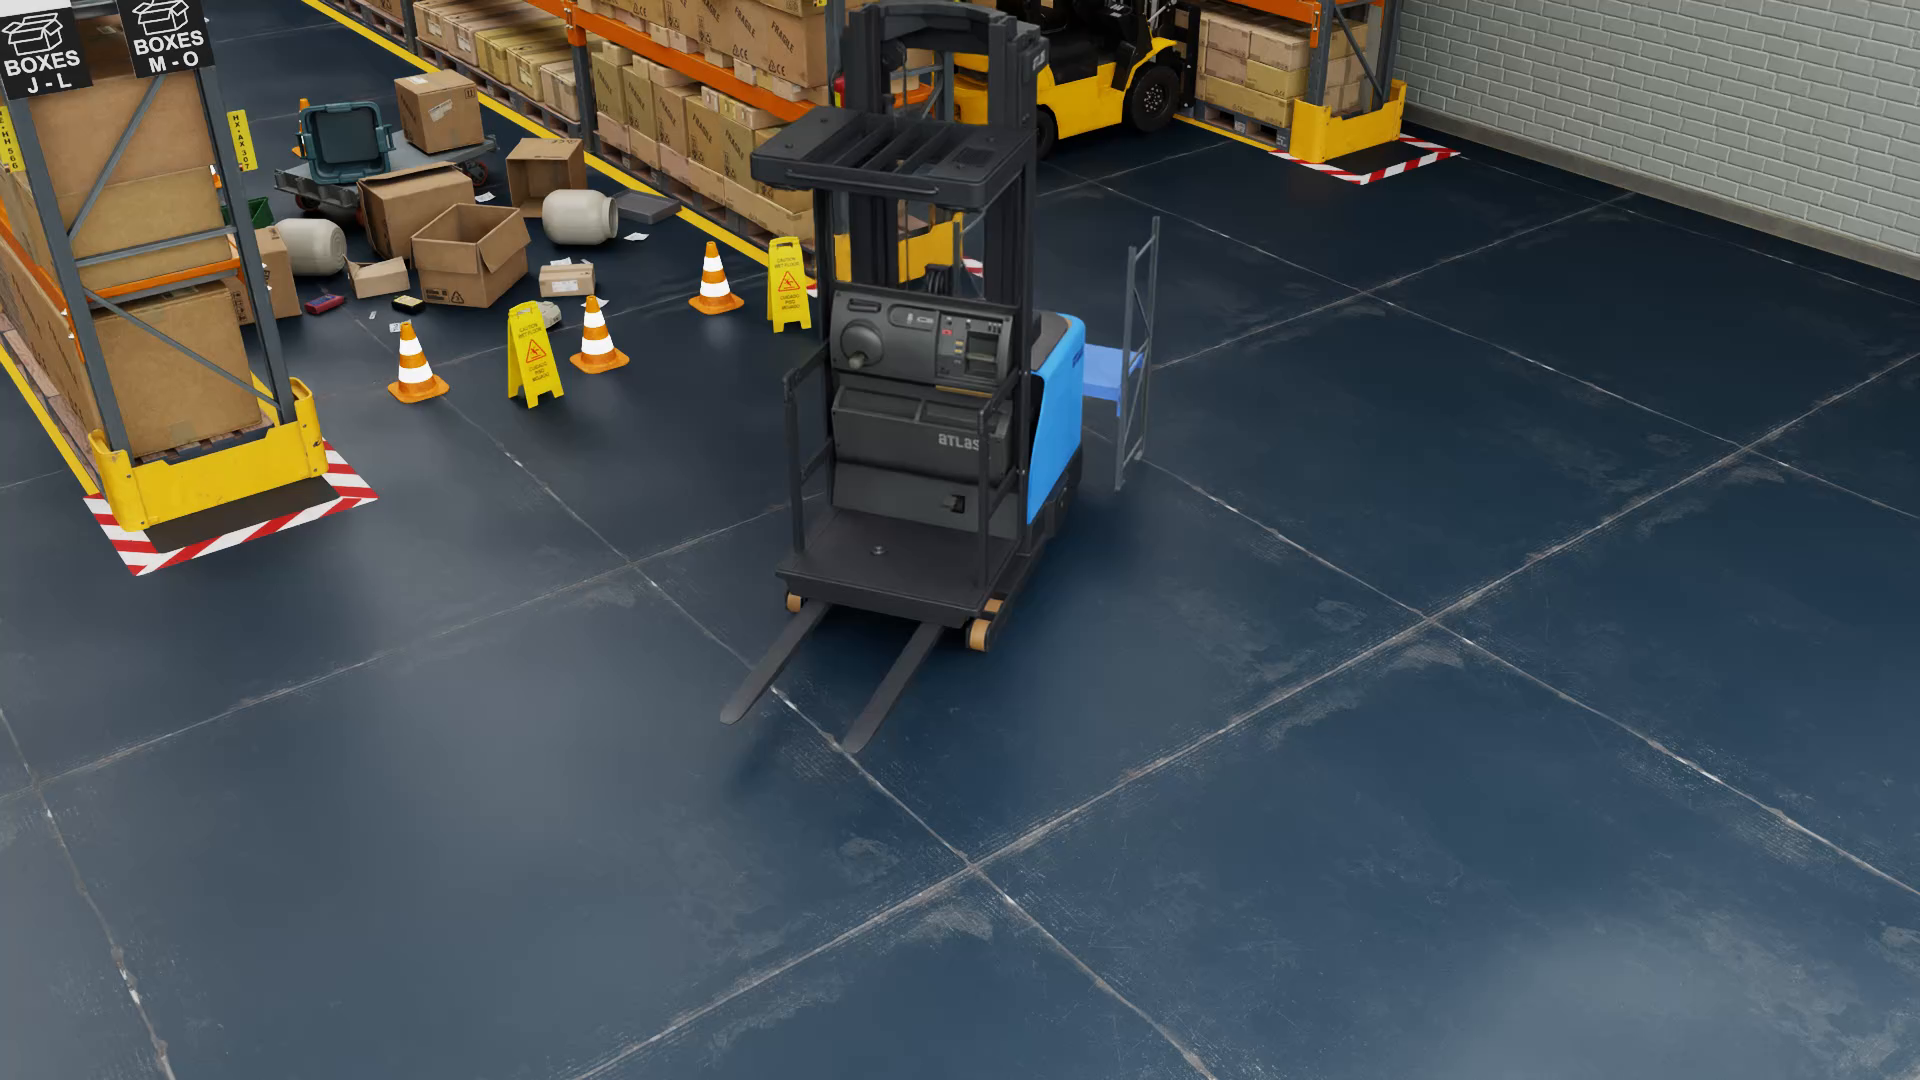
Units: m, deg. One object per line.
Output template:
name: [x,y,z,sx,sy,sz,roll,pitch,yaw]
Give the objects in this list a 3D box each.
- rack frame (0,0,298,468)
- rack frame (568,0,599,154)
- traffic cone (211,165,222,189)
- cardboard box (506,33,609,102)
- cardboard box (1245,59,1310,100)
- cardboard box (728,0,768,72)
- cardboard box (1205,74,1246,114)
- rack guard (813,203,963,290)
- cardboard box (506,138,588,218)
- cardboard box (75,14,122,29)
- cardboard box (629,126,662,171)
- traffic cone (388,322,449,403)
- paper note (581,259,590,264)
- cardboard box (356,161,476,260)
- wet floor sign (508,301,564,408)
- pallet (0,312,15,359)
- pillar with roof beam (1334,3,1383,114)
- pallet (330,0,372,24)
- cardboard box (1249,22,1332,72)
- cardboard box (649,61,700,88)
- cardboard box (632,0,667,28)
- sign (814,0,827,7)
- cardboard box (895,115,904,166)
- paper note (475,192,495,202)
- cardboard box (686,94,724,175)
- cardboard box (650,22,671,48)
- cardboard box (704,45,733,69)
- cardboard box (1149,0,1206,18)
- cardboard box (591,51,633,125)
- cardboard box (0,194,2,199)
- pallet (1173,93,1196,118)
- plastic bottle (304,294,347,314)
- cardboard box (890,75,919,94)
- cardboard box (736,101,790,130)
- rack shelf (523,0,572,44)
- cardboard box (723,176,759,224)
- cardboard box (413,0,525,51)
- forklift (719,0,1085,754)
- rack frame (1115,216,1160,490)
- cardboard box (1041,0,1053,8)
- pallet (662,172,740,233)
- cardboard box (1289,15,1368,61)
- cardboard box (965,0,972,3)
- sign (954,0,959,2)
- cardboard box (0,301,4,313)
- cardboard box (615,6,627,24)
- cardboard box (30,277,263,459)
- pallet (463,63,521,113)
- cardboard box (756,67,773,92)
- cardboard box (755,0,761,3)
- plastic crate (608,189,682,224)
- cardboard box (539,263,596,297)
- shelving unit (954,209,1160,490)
rack frame: [-4.322,-1.576,8.945,1.000,3.000,0.127,-22,38,-31]
rack frame: [-2.926,-4.887,14.275,1.000,3.000,0.127,-22,38,-31]
traffic cone: [-6.404,-3.213,13.984,0.336,0.463,0.334,-22,38,-31]
cardboard box: [-3.694,-4.465,15.689,0.950,0.372,0.625,-20,37,-29]
cardboard box: [2.900,-4.152,14.826,0.500,0.250,0.500,-23,38,-32]
cardboard box: [-1.327,-3.736,12.045,0.500,0.500,0.500,-22,38,-31]
cardboard box: [2.610,-4.141,15.283,0.500,0.250,0.500,-22,38,-31]
rack guard: [-0.520,-2.189,12.301,1.175,0.500,0.348,-22,38,-31]
cardboard box: [-3.344,-2.939,13.506,0.500,0.500,0.500,1,32,2]
cardboard box: [-5.165,-2.742,9.657,0.875,0.550,0.550,-22,38,-31]
cardboard box: [-2.442,-3.345,14.001,0.500,0.250,0.500,-20,37,-29]
traffic cone: [-3.526,-1.179,10.710,0.336,0.463,0.334,-22,38,-31]
paper note: [-2.843,-2.115,12.645,0.032,0.001,0.123,-22,38,-31]
cardboard box: [-4.130,-2.517,12.697,0.797,0.637,0.503,-22,38,-31]
wet floor sign: [-2.740,-1.204,10.578,0.232,0.644,0.267,26,40,35]
pallet: [-6.370,-1.716,11.813,1.003,0.211,1.213,-22,38,-31]
pillar with roof beam: [0.329,-6.565,11.290,9.100,9.000,0.400,-22,38,-31]
pallet: [-6.547,-6.230,19.081,1.003,0.211,1.213,-22,38,-31]
cardboard box: [2.916,-4.353,14.676,0.500,0.250,0.500,-21,37,-30]
cardboard box: [-2.265,-3.762,13.346,0.380,0.149,0.250,-20,37,-29]
cardboard box: [-2.253,-4.367,13.061,0.500,0.500,0.500,-23,38,-32]
sign: [-0.924,-3.675,10.926,0.100,0.325,0.005,-22,38,-31]
cardboard box: [-0.765,-2.984,12.709,0.500,0.500,0.500,-24,39,-33]
paper note: [-3.949,-2.853,13.814,0.148,0.019,0.142,-22,38,-31]
cardboard box: [-1.797,-3.227,13.100,0.500,0.500,0.500,-23,39,-32]
cardboard box: [-2.210,-4.009,13.100,0.380,0.149,0.250,-22,38,-31]
cardboard box: [-1.711,-3.710,12.618,0.380,0.149,0.250,-23,38,-32]
cardboard box: [1.977,-4.985,15.693,0.500,0.250,0.500,-23,39,-32]
cardboard box: [-2.778,-3.882,14.155,0.500,0.500,0.500,-20,37,-29]
cardboard box: [-5.541,-2.483,10.263,0.875,0.550,0.500,-22,38,-31]
pallet: [2.199,-4.456,16.224,1.003,0.211,1.213,-22,38,-31]
plastic bottle: [-4.546,-1.705,11.937,0.133,0.061,0.283,18,36,27]
cardboard box: [-0.518,-3.321,11.993,0.380,0.149,0.250,-22,38,-31]
cardboard box: [-1.449,-3.205,12.450,0.380,0.149,0.250,-21,38,-30]
rack shelf: [-4.153,-5.415,15.807,1.077,0.370,4.000,-22,38,-31]
cardboard box: [-1.493,-2.698,12.960,0.500,0.250,0.500,-22,38,-31]
cardboard box: [-5.041,-5.377,17.157,0.950,0.372,0.625,-25,40,-34]
forklift: [-0.264,-0.928,7.966,1.130,2.935,3.031,11,33,17]
rack frame: [1.015,-1.056,9.528,0.032,1.500,0.500,12,34,19]
cardboard box: [1.045,-5.415,16.861,0.500,0.250,0.500,-22,38,-32]
pallet: [-1.734,-2.925,13.759,1.003,0.211,1.213,-22,38,-31]
cardboard box: [3.300,-4.524,14.951,0.500,0.250,0.500,-23,39,-32]
cardboard box: [0.194,-6.204,18.248,0.875,0.625,0.625,-23,38,-32]
sign: [-0.045,-3.763,11.645,0.100,0.325,0.005,-22,38,-31]
cardboard box: [-6.444,-2.234,11.620,0.875,0.875,0.875,-22,38,-31]
cardboard box: [-2.604,-4.356,13.658,0.380,0.149,0.250,-22,38,-32]
cardboard box: [-4.790,-1.113,9.815,0.875,0.875,0.875,-22,38,-31]
pallet: [-4.157,-4.535,16.352,1.003,0.211,1.213,-22,38,-31]
cardboard box: [-1.255,-3.383,12.092,0.380,0.149,0.250,-23,39,-32]
cardboard box: [-1.264,-4.169,11.795,0.700,0.500,0.500,-22,38,-31]
plastic crate: [-2.611,-2.727,13.565,0.583,0.080,0.402,18,36,27]
cardboard box: [-2.872,-1.901,12.170,0.380,0.149,0.250,-4,32,-7]
shelving unit: [0.544,-1.157,9.690,1.048,1.500,0.538,12,34,19]
